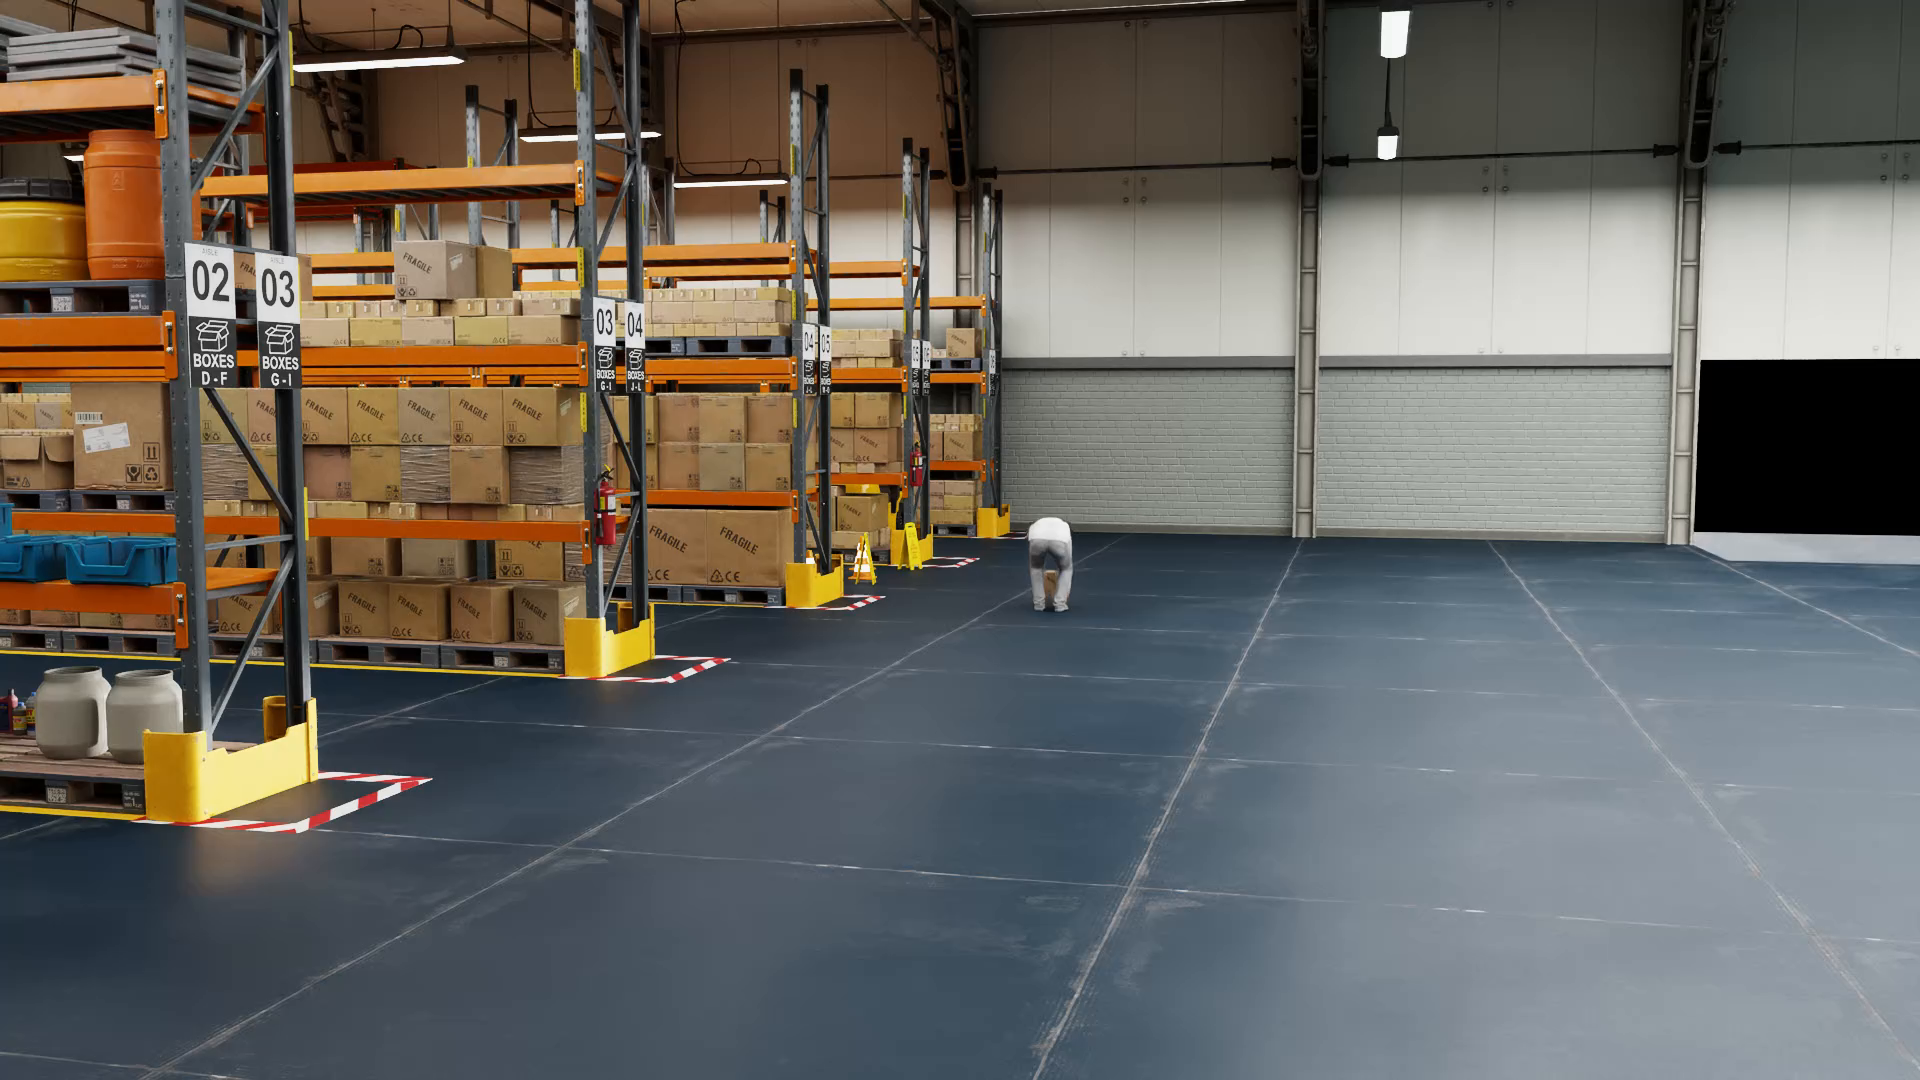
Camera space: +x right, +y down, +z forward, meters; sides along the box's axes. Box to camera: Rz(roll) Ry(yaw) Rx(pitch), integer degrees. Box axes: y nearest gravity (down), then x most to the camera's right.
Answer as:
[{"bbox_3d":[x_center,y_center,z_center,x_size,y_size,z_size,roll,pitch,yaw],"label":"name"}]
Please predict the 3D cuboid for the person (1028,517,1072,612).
[{"bbox_3d":[1.040,0.250,18.741,0.483,1.042,1.004,1,5,11],"label":"person"}]
